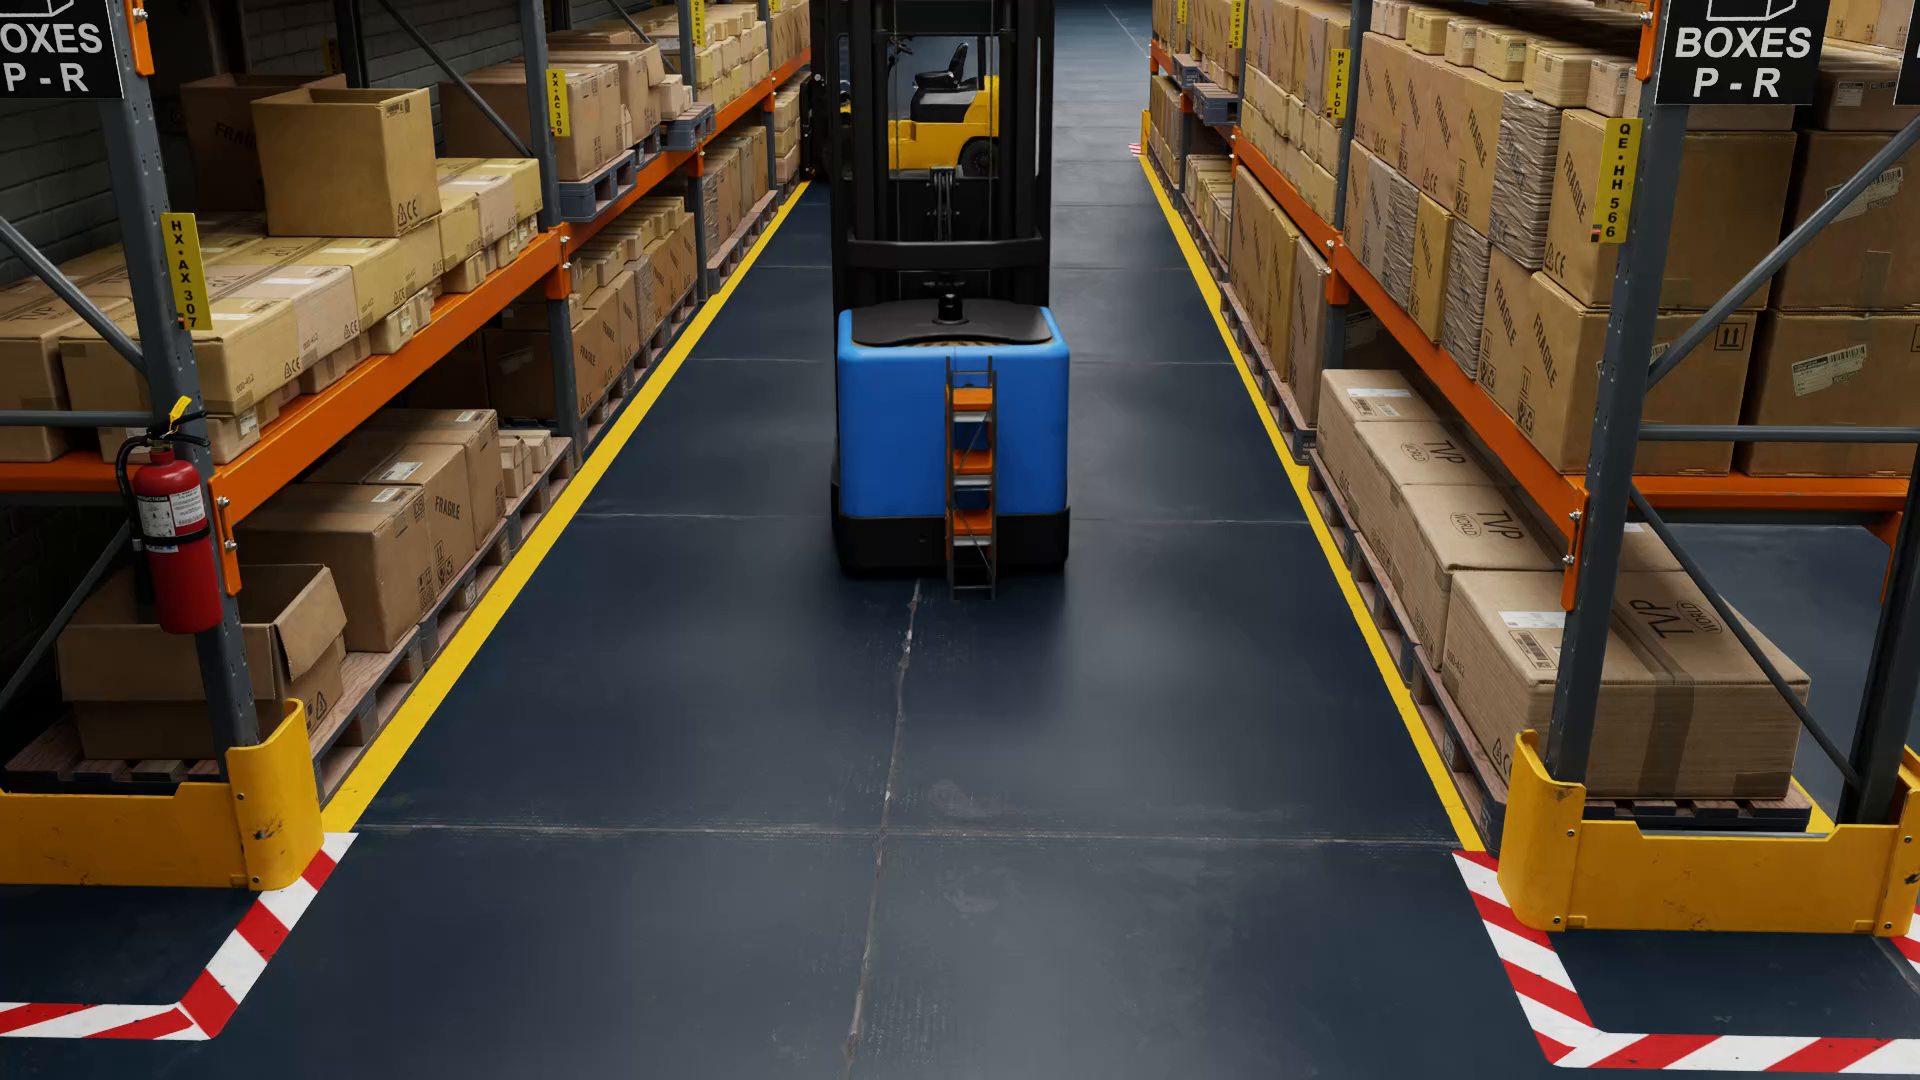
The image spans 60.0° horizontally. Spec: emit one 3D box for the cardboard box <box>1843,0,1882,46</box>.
[{"bbox_3d":[7.527,-4.206,13.201,0.700,0.500,0.500,0,21,1],"label":"cardboard box"}]

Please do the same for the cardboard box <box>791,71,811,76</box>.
[{"bbox_3d":[-1.895,-5.336,19.473,0.500,0.250,0.500,1,21,3],"label":"cardboard box"}]

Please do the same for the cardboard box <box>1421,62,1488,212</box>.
[{"bbox_3d":[2.081,-1.527,6.298,0.500,0.500,0.500,0,21,1],"label":"cardboard box"}]

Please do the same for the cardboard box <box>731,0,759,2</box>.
[{"bbox_3d":[-2.008,-5.279,16.043,0.380,0.149,0.250,1,21,3],"label":"cardboard box"}]

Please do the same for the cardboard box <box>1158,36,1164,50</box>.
[{"bbox_3d":[2.415,-5.557,18.552,0.380,0.149,0.250,1,21,2],"label":"cardboard box"}]

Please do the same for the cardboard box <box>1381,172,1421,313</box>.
[{"bbox_3d":[2.087,-1.252,6.971,0.500,0.500,0.500,1,21,2],"label":"cardboard box"}]

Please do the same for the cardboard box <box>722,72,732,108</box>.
[{"bbox_3d":[-2.150,-3.689,13.598,0.500,0.250,0.500,0,21,0],"label":"cardboard box"}]

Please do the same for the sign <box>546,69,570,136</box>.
[{"bbox_3d":[-2.015,-2.188,8.324,0.100,0.325,0.005,1,21,2],"label":"sign"}]

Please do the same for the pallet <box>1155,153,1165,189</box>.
[{"bbox_3d":[2.666,-4.012,18.077,1.003,0.211,1.213,1,21,2],"label":"pallet"}]

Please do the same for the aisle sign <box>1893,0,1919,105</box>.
[{"bbox_3d":[2.570,-1.470,4.078,0.394,0.787,0.004,1,21,2],"label":"aisle sign"}]

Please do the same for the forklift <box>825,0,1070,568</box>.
[{"bbox_3d":[-0.112,-1.730,8.435,1.130,2.935,3.031,-1,21,-3],"label":"forklift"}]

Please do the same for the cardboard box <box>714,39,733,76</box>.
[{"bbox_3d":[-2.128,-3.924,13.513,0.500,0.250,0.500,0,21,0],"label":"cardboard box"}]

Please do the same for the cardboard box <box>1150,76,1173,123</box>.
[{"bbox_3d":[2.467,-5.039,19.053,0.500,0.500,0.500,0,21,0],"label":"cardboard box"}]

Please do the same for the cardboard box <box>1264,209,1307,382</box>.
[{"bbox_3d":[2.362,-1.491,10.081,0.875,0.875,0.875,1,21,3],"label":"cardboard box"}]

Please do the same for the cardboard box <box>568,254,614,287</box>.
[{"bbox_3d":[-2.314,-1.630,10.061,0.380,0.149,0.250,1,21,1],"label":"cardboard box"}]

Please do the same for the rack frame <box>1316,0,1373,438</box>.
[{"bbox_3d":[2.404,-1.734,8.351,1.000,3.000,0.127,1,21,2],"label":"rack frame"}]

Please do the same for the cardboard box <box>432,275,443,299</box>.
[{"bbox_3d":[-2.420,-1.084,7.024,0.380,0.149,0.250,1,21,2],"label":"cardboard box"}]

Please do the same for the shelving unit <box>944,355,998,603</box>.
[{"bbox_3d":[0.047,-0.260,7.248,0.215,1.050,0.252,-1,21,-3],"label":"shelving unit"}]

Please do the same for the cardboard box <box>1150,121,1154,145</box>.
[{"bbox_3d":[2.468,-4.698,19.211,0.500,0.250,0.500,0,21,1],"label":"cardboard box"}]

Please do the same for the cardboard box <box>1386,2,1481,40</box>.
[{"bbox_3d":[2.143,-2.345,7.509,0.380,0.149,0.250,1,21,2],"label":"cardboard box"}]

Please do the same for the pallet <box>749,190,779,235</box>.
[{"bbox_3d":[-2.298,-3.113,15.760,1.003,0.211,1.213,1,21,2],"label":"pallet"}]

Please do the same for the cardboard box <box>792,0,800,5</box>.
[{"bbox_3d":[-1.938,-5.883,18.008,0.380,0.149,0.250,1,21,2],"label":"cardboard box"}]

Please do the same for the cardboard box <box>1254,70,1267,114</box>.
[{"bbox_3d":[2.246,-2.976,11.068,0.500,0.250,0.500,1,21,3],"label":"cardboard box"}]

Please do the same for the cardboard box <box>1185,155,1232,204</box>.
[{"bbox_3d":[2.633,-3.408,15.716,0.950,0.372,0.625,1,21,2],"label":"cardboard box"}]

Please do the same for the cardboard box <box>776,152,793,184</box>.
[{"bbox_3d":[-1.969,-3.765,16.806,0.500,0.250,0.500,1,21,2],"label":"cardboard box"}]

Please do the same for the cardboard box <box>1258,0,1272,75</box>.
[{"bbox_3d":[2.260,-3.338,10.964,0.500,0.500,0.500,1,21,2],"label":"cardboard box"}]

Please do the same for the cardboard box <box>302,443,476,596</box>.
[{"bbox_3d":[-2.385,-0.090,6.990,0.500,0.500,0.500,1,21,3],"label":"cardboard box"}]

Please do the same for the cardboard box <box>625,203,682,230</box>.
[{"bbox_3d":[-2.175,-2.286,11.752,0.380,0.149,0.250,0,21,-1],"label":"cardboard box"}]

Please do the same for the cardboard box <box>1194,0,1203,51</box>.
[{"bbox_3d":[2.303,-4.481,14.302,0.500,0.500,0.500,1,21,1],"label":"cardboard box"}]

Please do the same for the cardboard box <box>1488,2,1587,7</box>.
[{"bbox_3d":[2.596,-2.340,7.496,0.380,0.149,0.250,1,21,3],"label":"cardboard box"}]

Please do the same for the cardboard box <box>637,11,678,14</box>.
[{"bbox_3d":[-2.629,-4.535,14.535,0.380,0.149,0.250,1,21,2],"label":"cardboard box"}]

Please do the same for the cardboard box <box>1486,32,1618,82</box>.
[{"bbox_3d":[2.077,-1.697,5.838,0.380,0.149,0.250,1,21,3],"label":"cardboard box"}]

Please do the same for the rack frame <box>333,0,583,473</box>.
[{"bbox_3d":[-2.558,-1.787,8.488,1.000,3.000,0.127,1,21,2],"label":"rack frame"}]

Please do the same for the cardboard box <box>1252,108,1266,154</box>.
[{"bbox_3d":[2.261,-2.750,11.178,0.500,0.250,0.500,0,21,0],"label":"cardboard box"}]

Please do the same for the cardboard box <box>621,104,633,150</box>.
[{"bbox_3d":[-2.132,-2.418,9.720,0.396,0.266,0.258,2,21,4],"label":"cardboard box"}]

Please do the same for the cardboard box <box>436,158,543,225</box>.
[{"bbox_3d":[-2.330,-1.669,7.980,0.500,0.250,0.500,1,21,3],"label":"cardboard box"}]

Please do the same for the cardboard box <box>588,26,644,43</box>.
[{"bbox_3d":[-2.664,-3.891,12.876,0.380,0.149,0.250,1,21,2],"label":"cardboard box"}]

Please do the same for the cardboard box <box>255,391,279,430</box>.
[{"bbox_3d":[-2.434,-0.432,5.343,0.380,0.149,0.250,1,21,3],"label":"cardboard box"}]

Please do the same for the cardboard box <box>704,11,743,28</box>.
[{"bbox_3d":[-2.099,-4.531,14.524,0.380,0.149,0.250,0,21,0],"label":"cardboard box"}]

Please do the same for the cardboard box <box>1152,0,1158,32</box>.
[{"bbox_3d":[2.477,-6.090,19.028,0.500,0.500,0.500,0,21,1],"label":"cardboard box"}]

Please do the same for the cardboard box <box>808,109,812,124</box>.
[{"bbox_3d":[-1.916,-4.725,18.590,0.500,0.250,0.500,0,21,0],"label":"cardboard box"}]

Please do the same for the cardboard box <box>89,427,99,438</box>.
[{"bbox_3d":[-2.869,-0.438,5.358,0.380,0.149,0.250,1,21,3],"label":"cardboard box"}]

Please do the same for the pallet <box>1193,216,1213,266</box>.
[{"bbox_3d":[2.590,-2.603,14.445,1.003,0.211,1.213,1,21,2],"label":"pallet"}]

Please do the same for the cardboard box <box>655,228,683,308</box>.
[{"bbox_3d":[-2.260,-1.928,11.726,0.500,0.500,0.500,0,21,1],"label":"cardboard box"}]

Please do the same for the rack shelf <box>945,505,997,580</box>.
[{"bbox_3d":[0.047,0.009,7.353,0.215,0.259,0.240,-1,21,-3],"label":"rack shelf"}]

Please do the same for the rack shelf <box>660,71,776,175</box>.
[{"bbox_3d":[-2.375,-3.621,14.210,1.077,0.370,4.000,1,21,2],"label":"rack shelf"}]

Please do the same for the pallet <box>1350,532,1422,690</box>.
[{"bbox_3d":[2.268,0.282,7.009,1.003,0.211,1.213,1,21,2],"label":"pallet"}]

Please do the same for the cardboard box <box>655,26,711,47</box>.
[{"bbox_3d":[-2.143,-3.884,12.858,0.380,0.149,0.250,1,21,3],"label":"cardboard box"}]

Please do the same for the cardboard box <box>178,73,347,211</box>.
[{"bbox_3d":[-2.869,-1.670,6.946,0.500,0.500,0.500,0,21,0],"label":"cardboard box"}]

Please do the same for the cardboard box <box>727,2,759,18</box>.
[{"bbox_3d":[-2.042,-5.141,16.097,0.380,0.149,0.250,0,21,1],"label":"cardboard box"}]

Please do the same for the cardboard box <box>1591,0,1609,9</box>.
[{"bbox_3d":[7.753,-5.990,19.113,0.875,0.550,0.550,1,21,2],"label":"cardboard box"}]

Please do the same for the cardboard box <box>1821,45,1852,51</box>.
[{"bbox_3d":[2.619,-1.512,5.361,0.380,0.149,0.250,0,21,0],"label":"cardboard box"}]

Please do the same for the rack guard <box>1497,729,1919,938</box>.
[{"bbox_3d":[2.281,0.886,5.053,1.175,0.500,0.348,1,21,2],"label":"rack guard"}]
